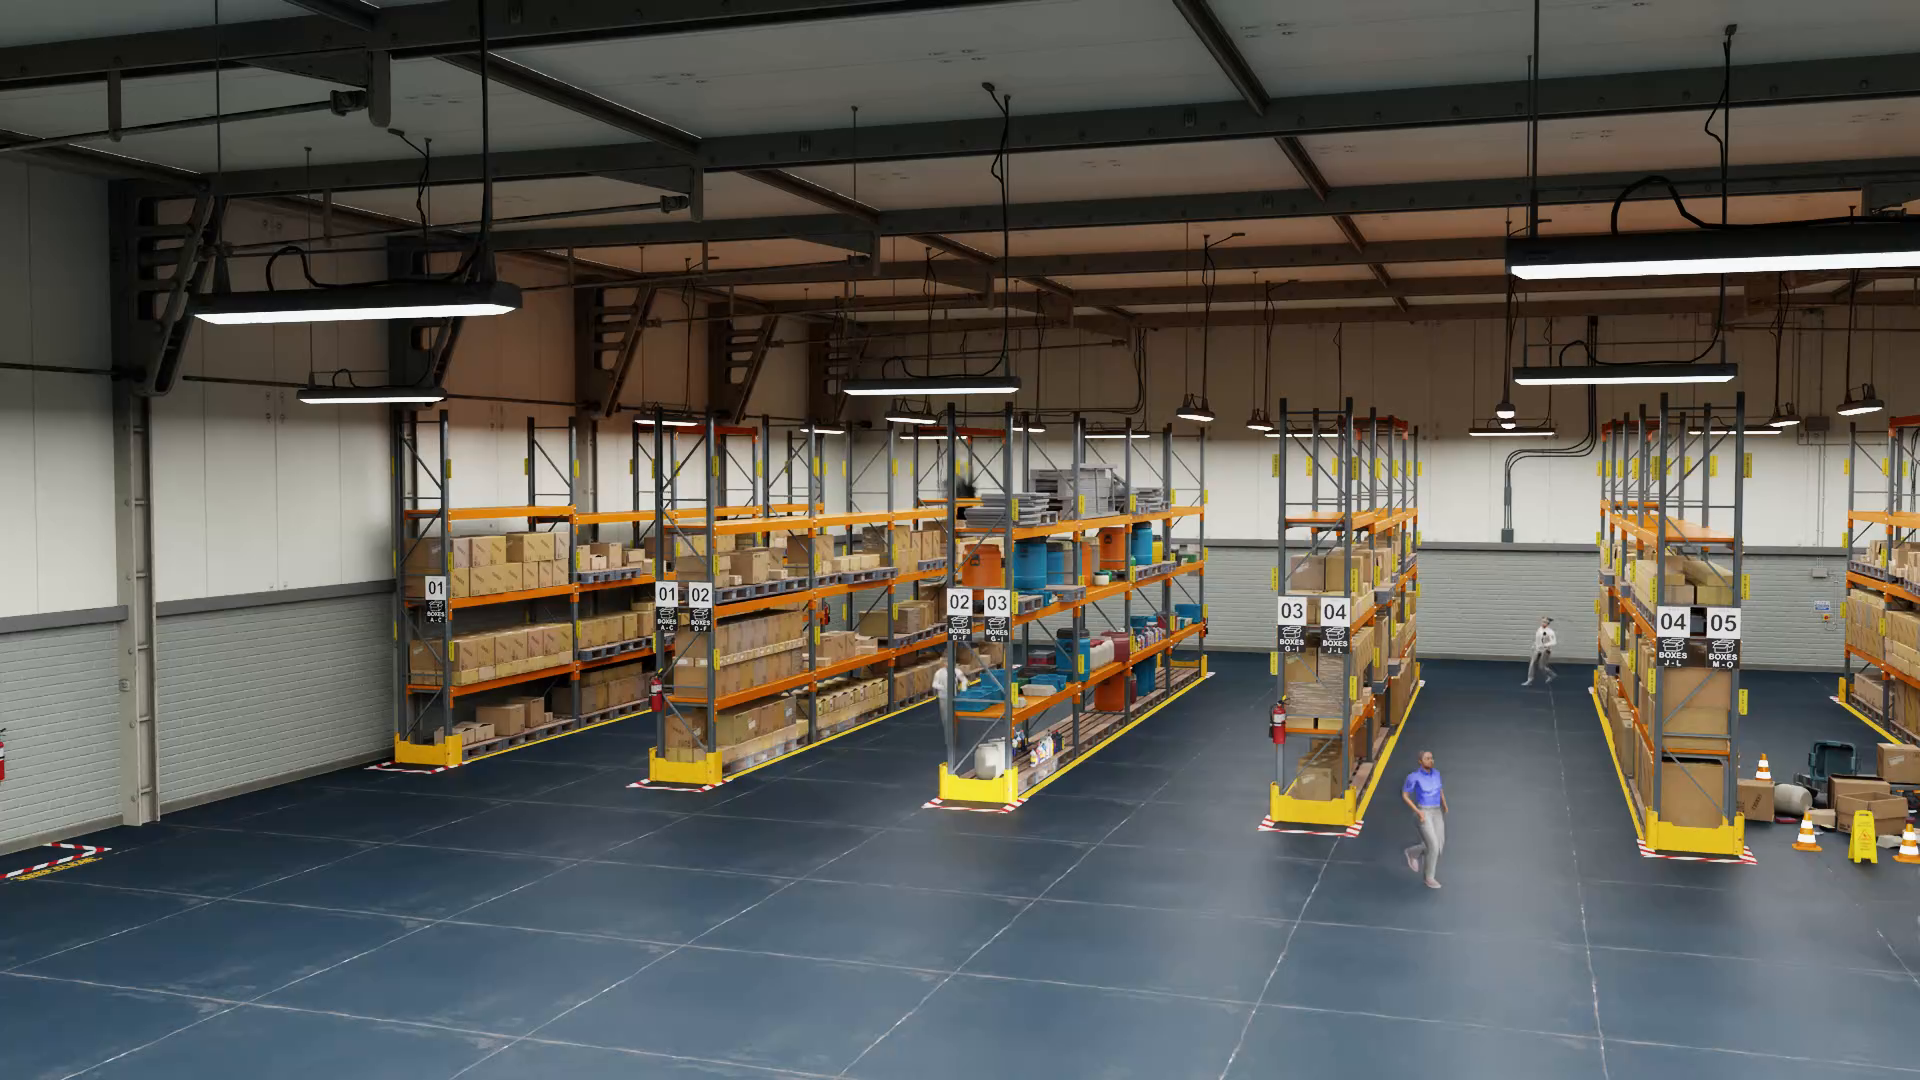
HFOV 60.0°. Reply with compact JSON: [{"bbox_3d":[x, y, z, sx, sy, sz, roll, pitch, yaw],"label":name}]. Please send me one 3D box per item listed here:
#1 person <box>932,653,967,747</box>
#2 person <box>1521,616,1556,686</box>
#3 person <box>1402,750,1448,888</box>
[{"bbox_3d":[-0.200,2.877,29.883,0.579,1.718,0.695,0,2,11],"label":"person"},{"bbox_3d":[13.327,2.543,37.947,0.848,1.631,0.649,-1,3,-25],"label":"person"},{"bbox_3d":[5.608,3.340,20.084,0.576,1.635,0.591,-1,3,-26],"label":"person"}]
